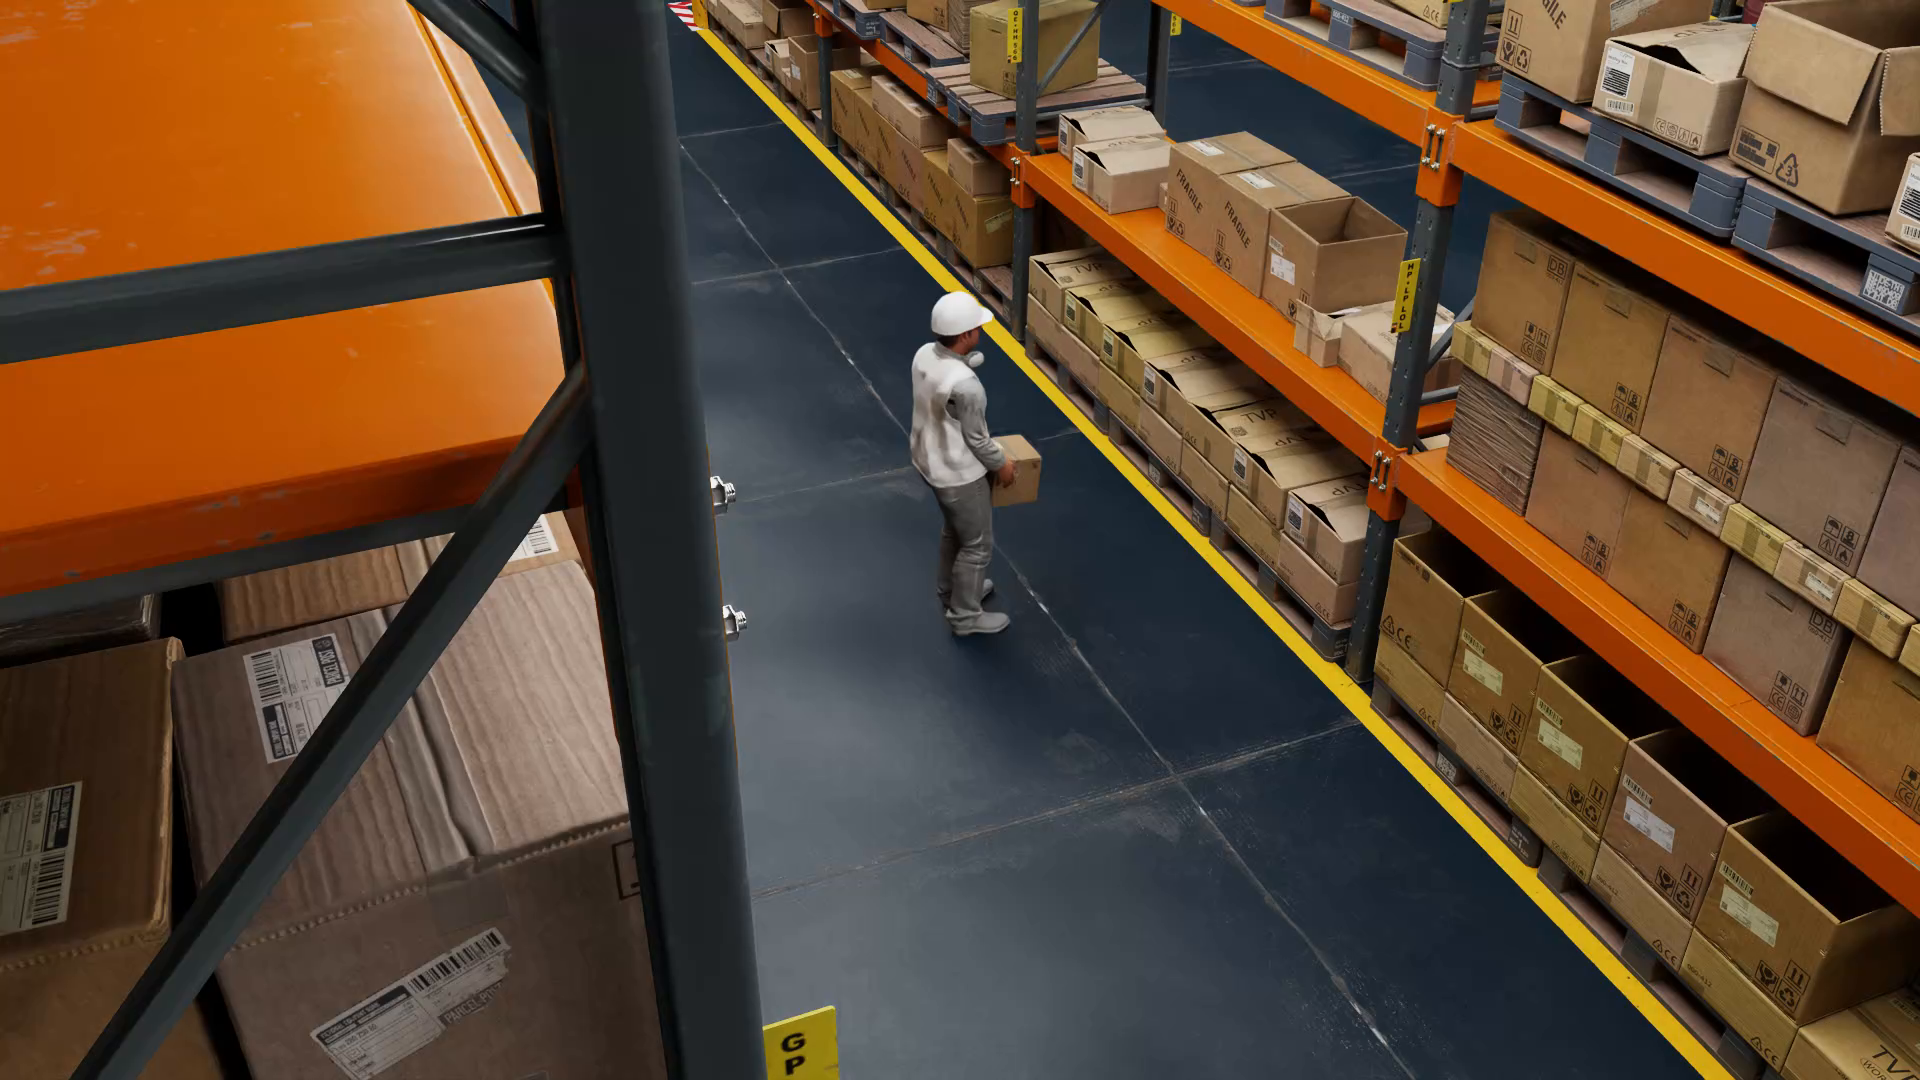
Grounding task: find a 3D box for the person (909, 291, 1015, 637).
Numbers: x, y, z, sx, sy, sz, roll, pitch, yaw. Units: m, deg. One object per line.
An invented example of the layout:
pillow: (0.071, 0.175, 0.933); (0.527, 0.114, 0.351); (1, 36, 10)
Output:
person: (0.001, -0.379, 8.076); (0.469, 1.779, 0.549); (-14, 36, -20)
